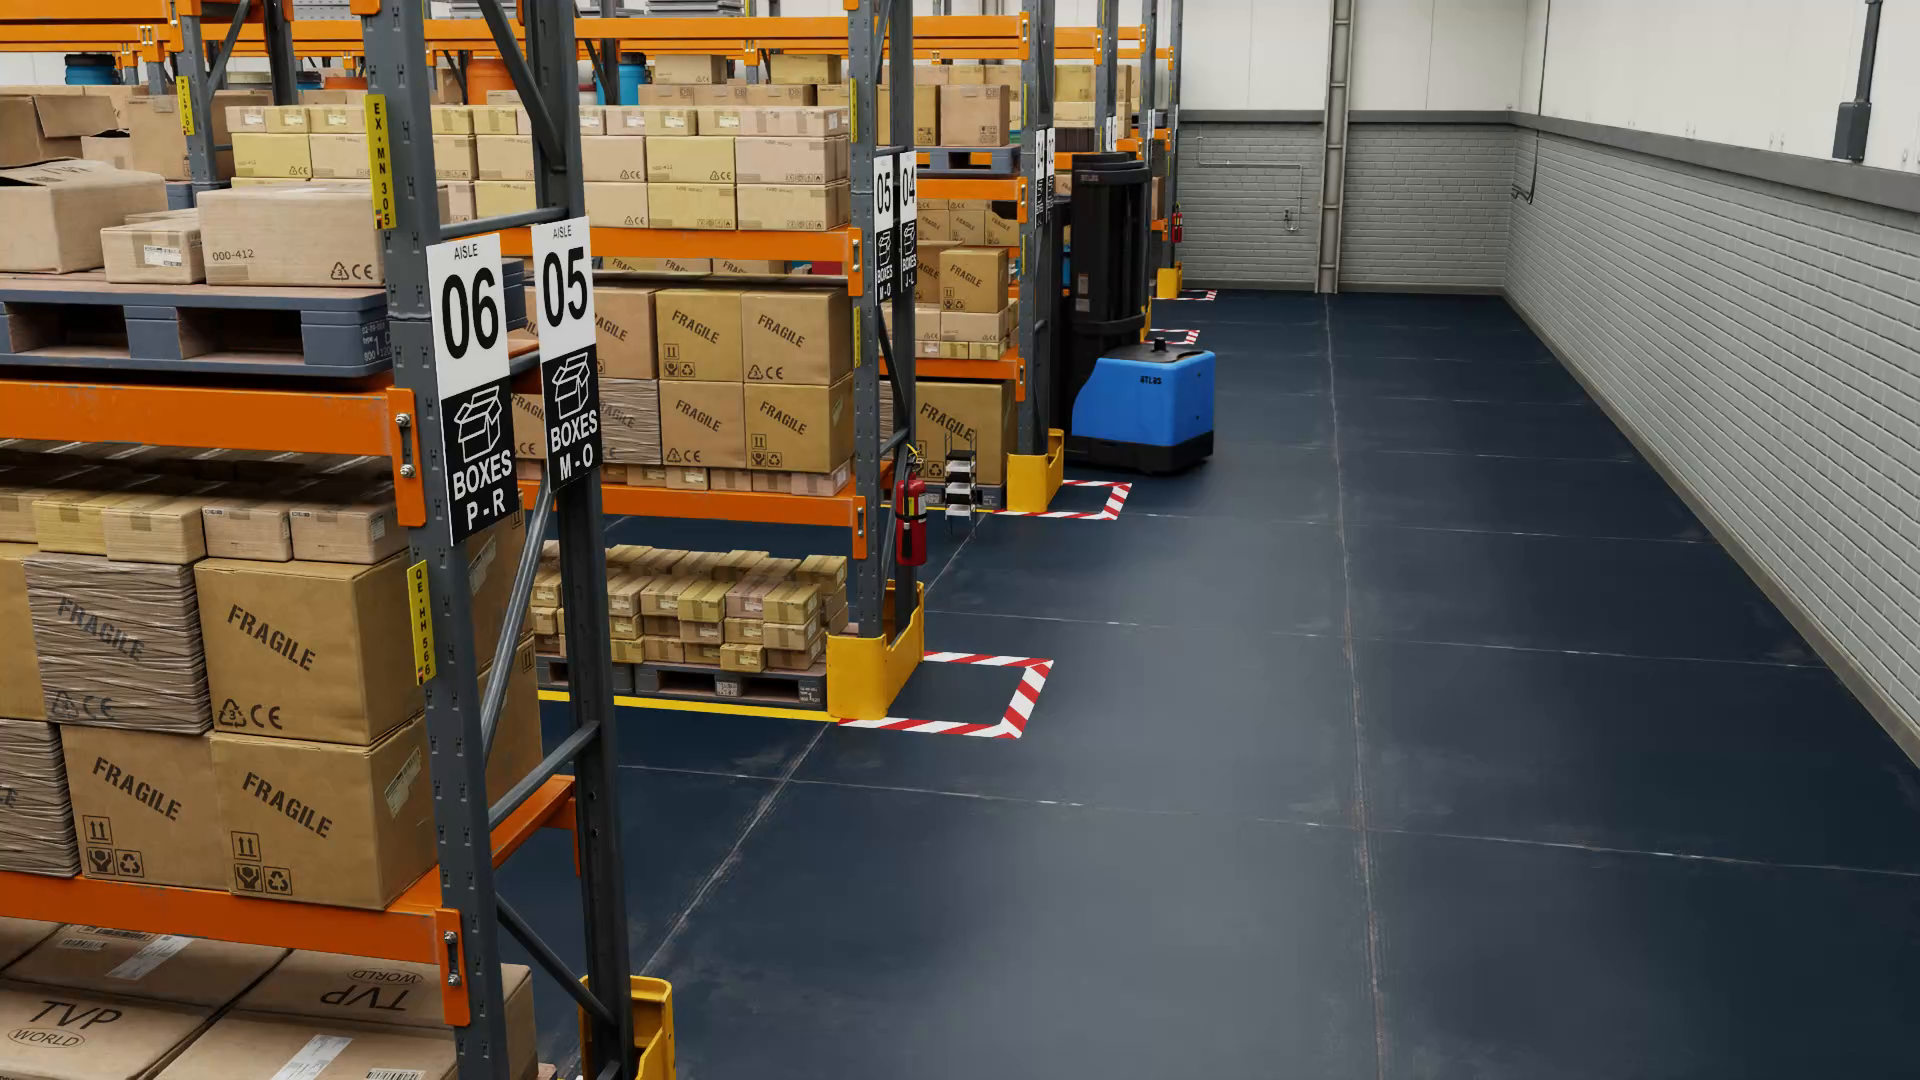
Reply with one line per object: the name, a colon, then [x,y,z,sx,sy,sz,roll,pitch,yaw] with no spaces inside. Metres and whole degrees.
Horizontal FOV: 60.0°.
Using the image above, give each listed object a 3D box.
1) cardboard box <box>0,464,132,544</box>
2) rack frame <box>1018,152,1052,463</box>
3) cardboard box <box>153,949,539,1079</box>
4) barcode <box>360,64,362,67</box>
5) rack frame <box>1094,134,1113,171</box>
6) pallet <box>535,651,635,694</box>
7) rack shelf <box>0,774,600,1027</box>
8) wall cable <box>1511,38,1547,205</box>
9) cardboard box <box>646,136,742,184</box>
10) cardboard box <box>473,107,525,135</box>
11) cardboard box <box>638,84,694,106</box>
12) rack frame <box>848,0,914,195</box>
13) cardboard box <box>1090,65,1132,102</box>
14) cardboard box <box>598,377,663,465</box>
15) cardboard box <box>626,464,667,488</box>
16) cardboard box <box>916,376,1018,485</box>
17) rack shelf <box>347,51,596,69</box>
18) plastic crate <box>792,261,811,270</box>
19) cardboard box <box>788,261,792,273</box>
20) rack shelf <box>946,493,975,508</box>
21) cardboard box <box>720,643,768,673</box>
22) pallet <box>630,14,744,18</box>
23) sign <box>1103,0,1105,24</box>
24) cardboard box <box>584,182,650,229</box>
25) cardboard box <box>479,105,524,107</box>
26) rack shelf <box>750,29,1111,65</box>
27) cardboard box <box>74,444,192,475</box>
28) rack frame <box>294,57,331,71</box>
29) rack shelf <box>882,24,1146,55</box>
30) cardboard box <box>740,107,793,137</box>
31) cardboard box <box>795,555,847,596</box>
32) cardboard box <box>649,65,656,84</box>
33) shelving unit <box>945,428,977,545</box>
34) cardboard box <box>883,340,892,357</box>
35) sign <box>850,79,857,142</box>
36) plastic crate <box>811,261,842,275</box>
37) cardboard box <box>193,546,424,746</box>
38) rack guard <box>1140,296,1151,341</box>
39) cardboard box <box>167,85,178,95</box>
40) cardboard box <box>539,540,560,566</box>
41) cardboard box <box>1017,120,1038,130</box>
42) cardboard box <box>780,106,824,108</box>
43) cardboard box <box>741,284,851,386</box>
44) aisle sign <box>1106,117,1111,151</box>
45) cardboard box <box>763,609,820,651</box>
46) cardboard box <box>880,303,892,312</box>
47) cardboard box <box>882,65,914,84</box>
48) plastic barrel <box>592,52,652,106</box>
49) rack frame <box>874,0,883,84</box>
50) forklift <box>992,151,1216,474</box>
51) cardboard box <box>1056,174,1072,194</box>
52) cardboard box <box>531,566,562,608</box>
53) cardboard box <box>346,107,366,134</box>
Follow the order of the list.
cardboard box: [-2.715,-0.112,5.002,0.250,0.149,0.380,3,16,11]
rack frame: [0.655,-1.840,14.514,0.127,3.000,1.000,3,16,11]
cardboard box: [-1.986,1.776,5.473,0.875,0.438,0.875,3,16,9]
barcode: [-11.267,-8.936,31.329,0.075,0.075,0.001,3,16,11]
rack frame: [1.642,-3.135,19.191,0.127,3.000,1.000,3,16,11]
pallet: [-2.487,0.674,10.662,1.213,0.211,1.003,3,16,11]
rack shelf: [-3.279,0.993,5.635,4.000,0.370,1.077,3,16,11]
wall cable: [9.088,-6.727,26.737,0.112,2.526,3.097,3,16,11]
cardboard box: [-1.435,-2.146,9.347,0.500,0.250,0.500,3,16,10]
cardboard box: [-2.577,-2.395,9.497,0.250,0.149,0.380,3,16,9]
cardboard box: [-2.485,-3.771,14.705,0.500,0.500,0.700,2,16,8]
rack frame: [-0.432,-3.439,9.048,0.127,3.000,1.000,3,16,11]
cardboard box: [2.127,-6.429,23.404,0.500,0.500,0.700,3,16,11]
cardboard box: [-1.926,-0.749,9.831,0.500,0.500,0.500,3,16,11]
cardboard box: [-1.800,-0.431,9.901,0.250,0.149,0.380,2,16,9]
cardboard box: [0.012,-1.031,14.789,0.875,0.875,0.875,3,16,11]
rack shelf: [-7.166,-7.314,25.137,4.000,0.370,1.077,3,16,11]
plastic crate: [-1.752,-3.434,20.186,0.575,0.384,0.392,3,16,11]
cardboard box: [-2.692,-4.155,25.327,0.500,0.250,0.500,3,16,11]
rack shelf: [0.008,-0.314,13.403,0.200,0.077,0.258,3,16,11]
cardboard box: [-1.262,0.663,10.032,0.250,0.149,0.380,4,16,13]
pallet: [-3.094,-5.991,19.367,1.213,0.211,1.003,3,16,11]
sign: [1.549,-5.726,17.911,0.005,0.325,0.100,3,16,11]
cardboard box: [-1.915,-1.931,9.505,0.500,0.250,0.500,4,16,13]
cardboard box: [-2.718,-2.559,10.091,0.250,0.149,0.380,3,16,11]
rack shelf: [-0.317,-5.593,18.924,4.000,0.370,1.077,3,16,11]
cardboard box: [-2.644,-0.230,5.427,0.250,0.149,0.380,3,16,12]
rack frame: [-12.062,-9.469,30.819,0.127,3.000,1.000,3,16,11]
rack shelf: [0.673,-7.080,23.548,4.000,0.370,1.077,3,16,11]
cardboard box: [-1.043,-2.328,9.255,0.250,0.149,0.380,3,16,12]
cardboard box: [-0.878,0.221,10.516,0.250,0.149,0.380,2,16,9]
cardboard box: [-4.280,-6.780,24.670,0.500,0.500,0.500,3,16,11]
shelving unit: [0.008,-0.433,13.370,0.210,0.900,0.258,3,16,11]
cardboard box: [-0.506,-1.692,14.451,0.250,0.149,0.380,3,16,12]
sign: [-0.562,-2.276,8.810,0.005,0.325,0.100,3,16,11]
plastic crate: [-1.452,-3.295,19.535,0.583,0.464,0.402,3,16,11]
cardboard box: [-1.839,0.259,4.876,0.500,0.500,0.500,4,16,13]
rack guard: [2.559,-3.230,24.217,0.348,0.500,1.175,3,16,11]
cardboard box: [-7.593,-4.092,15.903,0.500,0.500,0.500,3,16,12]
cardboard box: [-2.658,0.126,10.859,0.250,0.149,0.380,3,16,9]
cardboard box: [1.097,-5.815,23.528,0.500,0.250,0.500,3,16,11]
cardboard box: [-0.950,-2.449,9.692,0.250,0.149,0.380,4,16,13]
cardboard box: [-0.930,-1.180,9.516,0.500,0.500,0.500,3,16,10]
aisle sign: [1.655,-4.308,18.554,0.004,0.787,0.394,3,16,11]
cardboard box: [-1.006,0.527,9.966,0.250,0.149,0.380,3,16,10]
cardboard box: [-0.868,-1.921,14.532,0.500,0.250,0.500,3,16,9]
cardboard box: [-0.802,-6.603,24.032,0.500,0.500,0.700,3,16,11]
plastic barrel: [-3.980,-5.288,19.619,0.708,0.901,0.600,3,16,11]
rack frame: [-1.287,-7.535,23.836,0.127,3.000,1.000,3,16,11]
forklift: [0.963,-2.306,16.325,3.031,2.935,1.130,10,18,31]
cardboard box: [1.647,-4.939,23.644,0.500,0.500,0.500,4,16,13]
cardboard box: [-2.529,0.287,10.276,0.250,0.149,0.380,3,16,11]
cardboard box: [-3.352,-2.440,9.661,0.250,0.149,0.380,3,16,10]
